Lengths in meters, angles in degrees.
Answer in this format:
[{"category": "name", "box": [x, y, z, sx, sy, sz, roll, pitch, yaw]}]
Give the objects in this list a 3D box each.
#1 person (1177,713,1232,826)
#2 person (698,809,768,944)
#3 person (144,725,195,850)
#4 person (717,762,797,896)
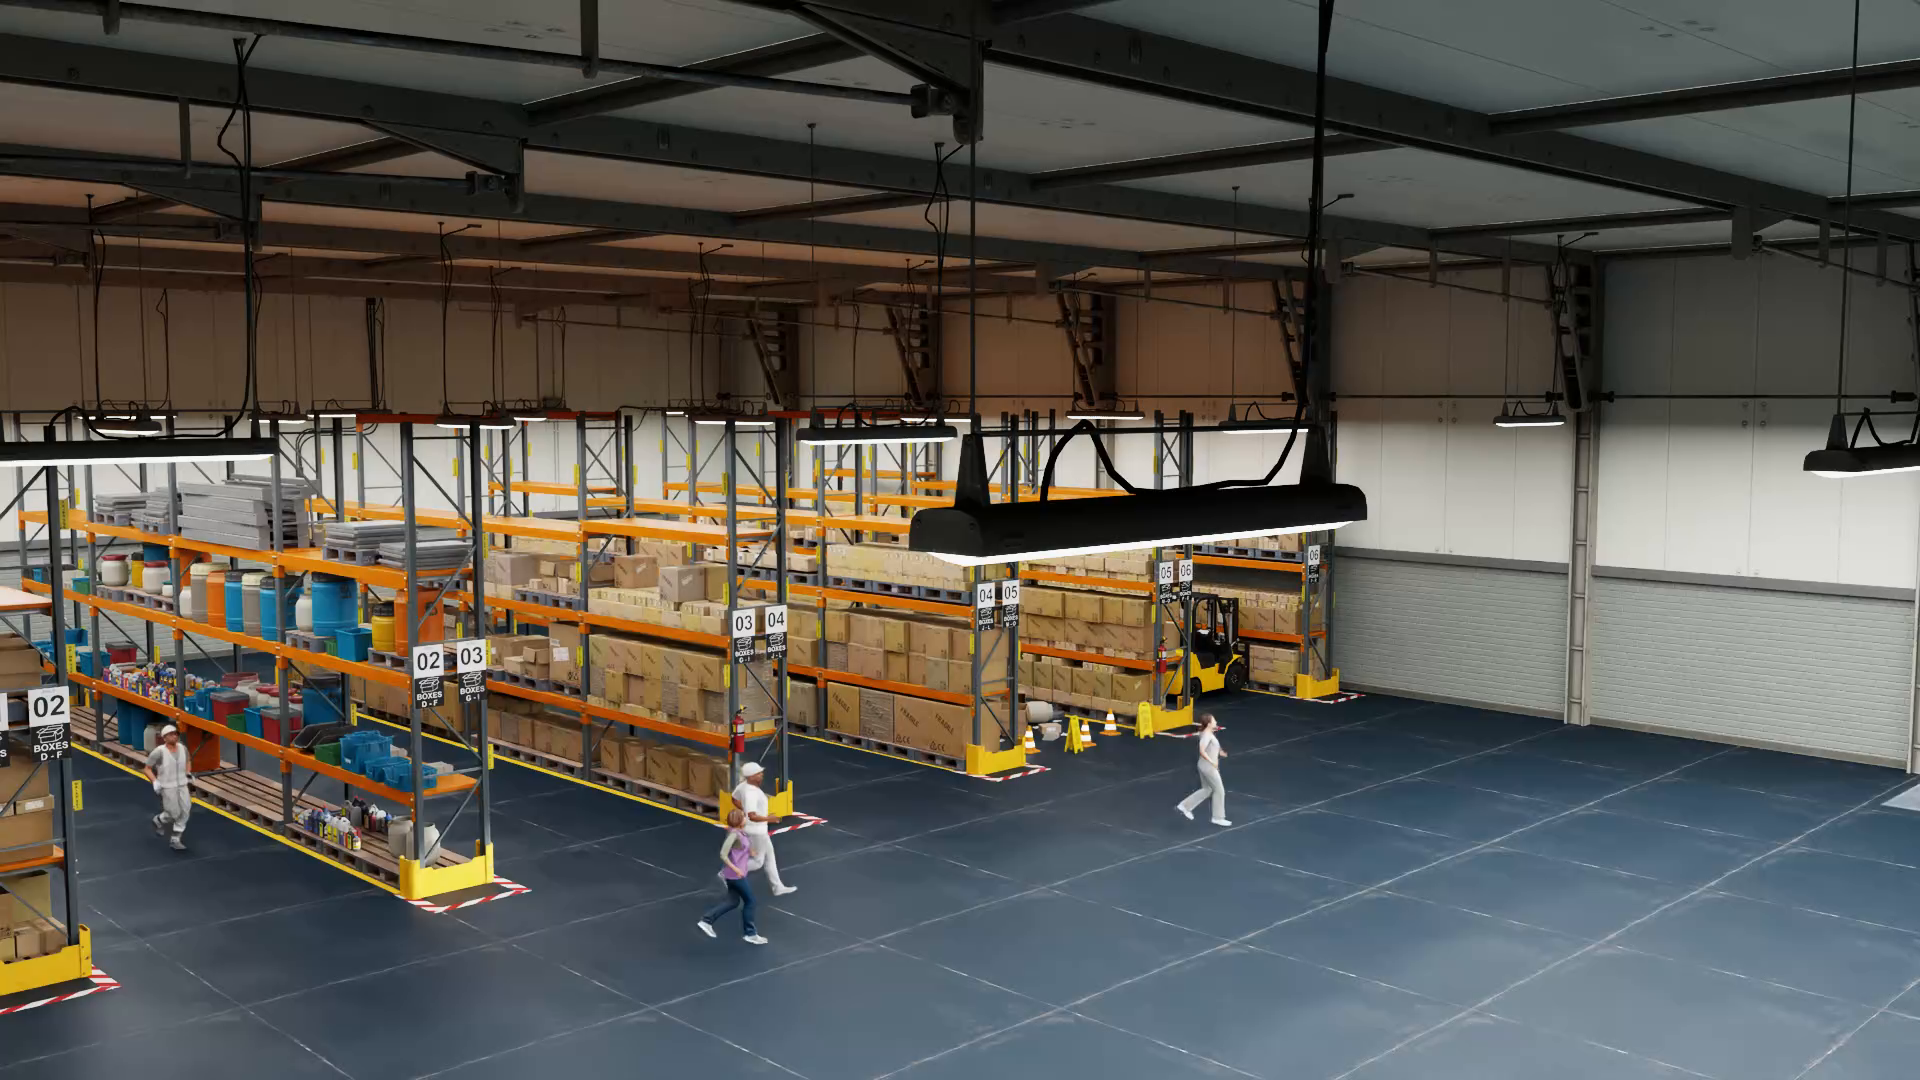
[{"category": "person", "box": [3.613, 3.376, 24.460, 0.806, 1.675, 0.570, 0, 5, -4]}, {"category": "person", "box": [-2.626, 3.877, 19.142, 0.802, 1.604, 0.528, -1, 5, -14]}, {"category": "person", "box": [-11.032, 3.450, 23.269, 0.605, 1.743, 0.657, 3, 6, 34]}, {"category": "person", "box": [-2.561, 3.646, 20.905, 0.998, 1.738, 0.714, -1, 5, -13]}]
